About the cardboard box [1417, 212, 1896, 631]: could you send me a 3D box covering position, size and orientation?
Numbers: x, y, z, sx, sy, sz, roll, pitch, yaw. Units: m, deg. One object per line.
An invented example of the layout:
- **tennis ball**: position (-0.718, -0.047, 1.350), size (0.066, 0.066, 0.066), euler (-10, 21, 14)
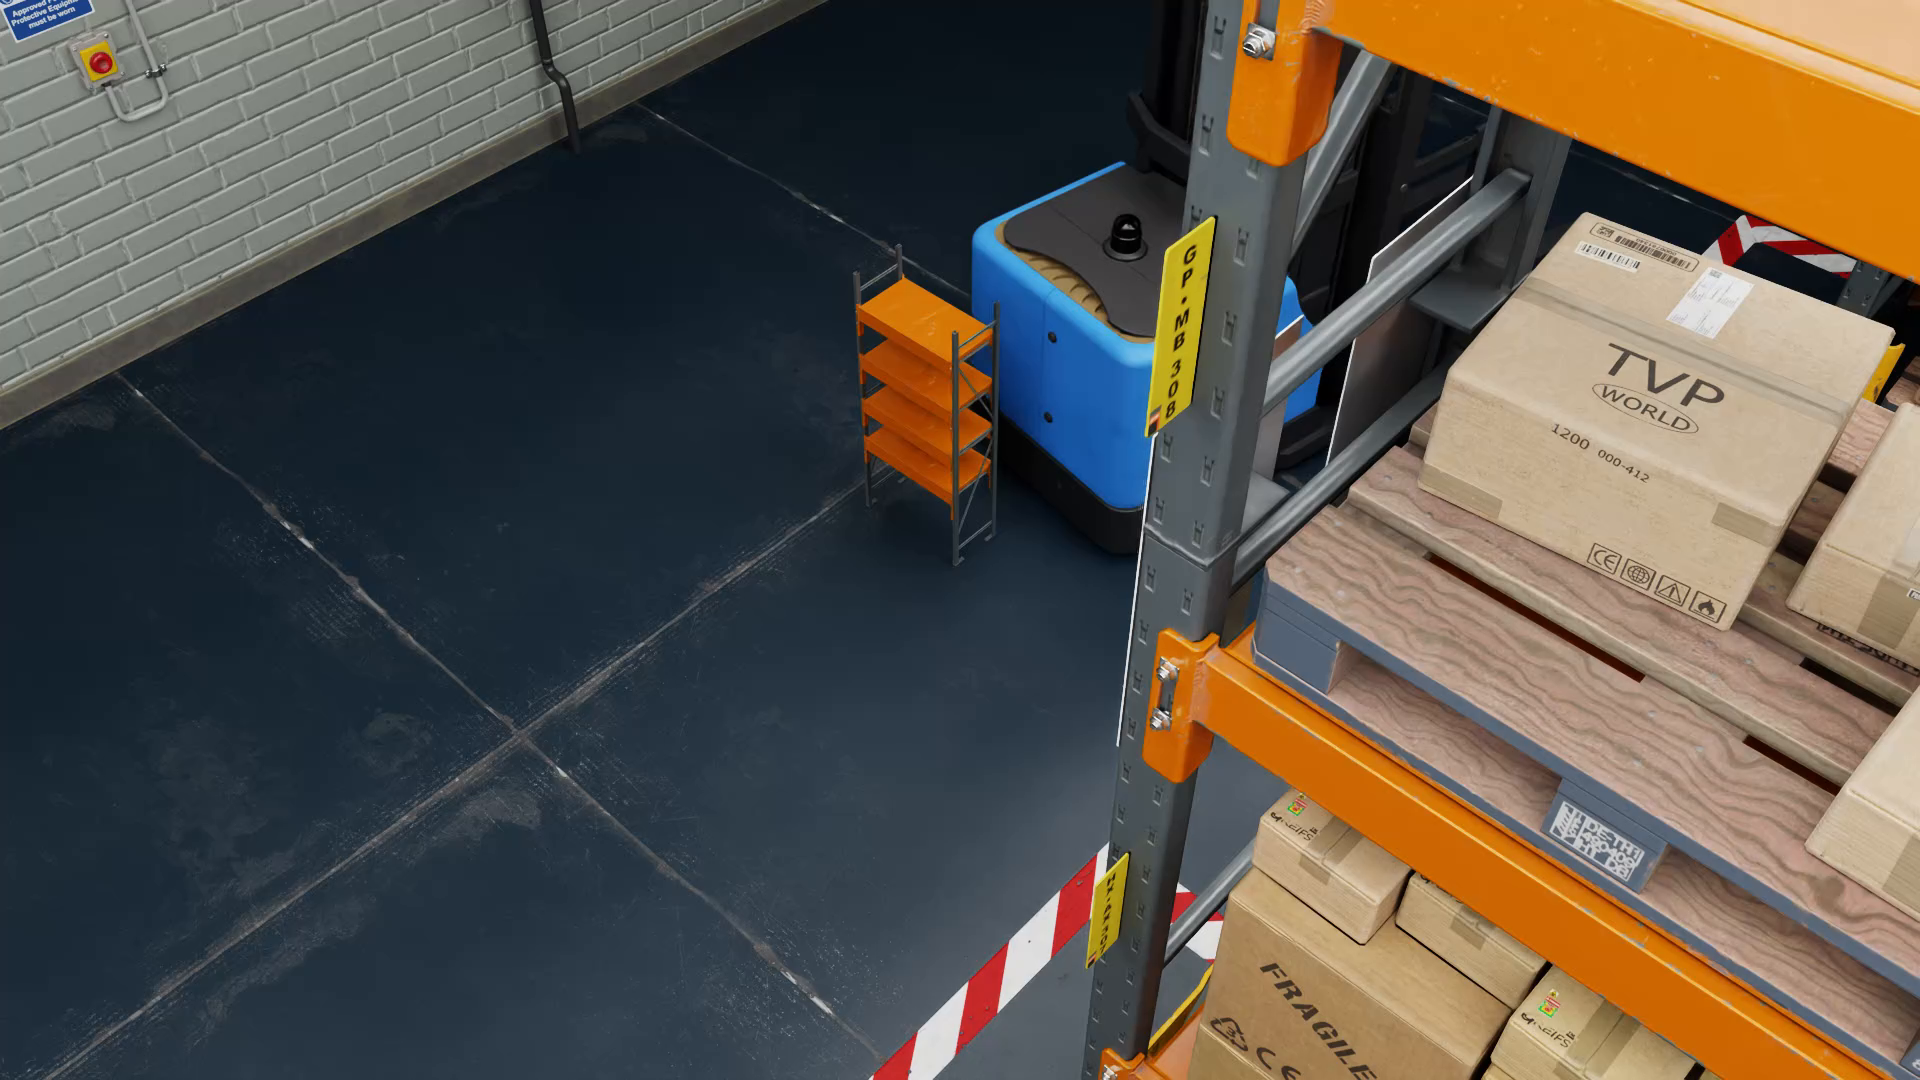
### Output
- **cardboard box**: position (1.068, -0.201, 2.570), size (0.500, 0.250, 0.500), euler (29, 53, 25)

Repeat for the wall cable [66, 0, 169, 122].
- **wall cable**: position (-3.484, -2.356, 6.186), size (0.123, 1.953, 0.585), euler (34, 55, 28)

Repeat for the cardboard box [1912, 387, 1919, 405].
- **cardboard box**: position (4.425, -0.819, 6.886), size (0.637, 0.503, 0.797), euler (32, 54, 26)

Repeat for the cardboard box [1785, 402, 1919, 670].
- **cardboard box**: position (1.430, -0.002, 2.452), size (0.250, 0.149, 0.380), euler (30, 54, 25)

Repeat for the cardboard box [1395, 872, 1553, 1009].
- **cardboard box**: position (0.990, 0.595, 2.935), size (0.250, 0.149, 0.380), euler (35, 56, 28)

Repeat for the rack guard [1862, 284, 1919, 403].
- **rack guard**: position (4.095, -0.990, 7.336), size (0.348, 0.500, 1.175), euler (34, 55, 28)

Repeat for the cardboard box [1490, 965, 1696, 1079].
- **cardboard box**: position (1.103, 0.785, 2.756), size (0.250, 0.149, 0.380), euler (36, 56, 29)

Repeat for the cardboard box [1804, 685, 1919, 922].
- **cardboard box**: position (1.319, 0.320, 2.150), size (0.250, 0.149, 0.380), euler (36, 56, 29)

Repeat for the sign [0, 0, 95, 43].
- **sign**: position (-3.561, -2.094, 6.474), size (0.001, 0.218, 0.327), euler (34, 55, 28)

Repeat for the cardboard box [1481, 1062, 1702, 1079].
- **cardboard box**: position (1.220, 1.043, 2.959), size (0.500, 0.500, 0.500), euler (32, 55, 27)

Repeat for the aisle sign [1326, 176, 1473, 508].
- **aisle sign**: position (0.833, -0.314, 3.204), size (0.004, 0.787, 0.394), euler (34, 55, 28)

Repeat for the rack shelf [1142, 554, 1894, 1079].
- **rack shelf**: position (2.146, 0.986, 2.202), size (4.000, 0.370, 1.077), euler (34, 55, 28)

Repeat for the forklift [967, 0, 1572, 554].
- **forklift**: position (1.512, -1.838, 6.465), size (3.031, 2.935, 1.130), euler (-29, 53, -24)

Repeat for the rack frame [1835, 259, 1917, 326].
- **rack frame**: position (4.040, -1.883, 6.460), size (0.127, 3.000, 1.000), euler (34, 55, 28)

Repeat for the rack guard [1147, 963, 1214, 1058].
- **rack guard**: position (0.658, 1.622, 4.884), size (0.348, 0.500, 1.175), euler (34, 55, 28)

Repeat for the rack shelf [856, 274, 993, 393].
- **rack shelf**: position (-0.122, -0.762, 6.103), size (0.480, 0.148, 0.258), euler (34, 55, 28)

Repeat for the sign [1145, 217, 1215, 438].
- **sign**: position (0.295, -0.281, 2.245), size (0.005, 0.325, 0.100), euler (34, 55, 28)

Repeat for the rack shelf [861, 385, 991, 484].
- **rack shelf**: position (-0.122, -0.446, 6.438), size (0.480, 0.148, 0.258), euler (34, 55, 28)

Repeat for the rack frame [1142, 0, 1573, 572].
- **rack frame**: position (0.676, -1.276, 1.775), size (0.127, 3.000, 1.000), euler (34, 55, 28)

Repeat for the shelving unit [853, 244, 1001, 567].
- **shelving unit**: position (-0.122, -0.493, 6.389), size (0.503, 1.200, 0.258), euler (34, 55, 28)

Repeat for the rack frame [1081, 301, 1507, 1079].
- **rack frame**: position (0.676, 0.778, 3.962), size (0.127, 3.000, 1.000), euler (34, 55, 28)

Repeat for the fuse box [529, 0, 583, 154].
- **fuse box**: position (-1.952, -2.610, 8.027), size (0.414, 1.711, 0.539), euler (34, 55, 28)

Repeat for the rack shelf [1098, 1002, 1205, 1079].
- **rack shelf**: position (2.146, 2.013, 3.296), size (4.000, 0.370, 1.077), euler (34, 55, 28)

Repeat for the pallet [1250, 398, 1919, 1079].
- **pallet**: position (1.228, 0.143, 2.562), size (1.213, 0.211, 1.003), euler (34, 55, 28)

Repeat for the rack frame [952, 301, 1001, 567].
- **rack frame**: position (0.058, -0.372, 6.276), size (0.015, 1.200, 0.240), euler (34, 55, 28)

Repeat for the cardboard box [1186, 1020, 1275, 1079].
- **cardboard box**: position (0.834, 1.135, 3.558), size (0.500, 0.500, 0.500), euler (34, 55, 27)

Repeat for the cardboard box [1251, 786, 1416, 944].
- **cardboard box**: position (0.749, 0.503, 3.020), size (0.250, 0.149, 0.380), euler (35, 56, 28)

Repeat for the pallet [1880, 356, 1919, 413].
- **pallet**: position (4.682, -0.497, 7.072), size (1.213, 0.211, 1.003), euler (34, 55, 28)

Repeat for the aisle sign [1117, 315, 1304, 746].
- **aisle sign**: position (0.426, 0.008, 2.902), size (0.004, 0.787, 0.394), euler (34, 55, 28)

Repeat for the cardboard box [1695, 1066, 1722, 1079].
- **cardboard box**: position (1.309, 0.905, 2.643), size (0.250, 0.149, 0.380), euler (32, 55, 27)

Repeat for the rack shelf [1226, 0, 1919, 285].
- **rack shelf**: position (2.146, 0.097, 1.255), size (4.000, 0.370, 1.077), euler (34, 55, 28)

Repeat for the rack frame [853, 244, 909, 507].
- **rack frame**: position (-0.301, -0.613, 6.503), size (0.015, 1.200, 0.240), euler (34, 55, 28)

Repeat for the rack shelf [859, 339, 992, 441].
- **rack shelf**: position (-0.122, -0.600, 6.275), size (0.480, 0.148, 0.258), euler (34, 55, 28)

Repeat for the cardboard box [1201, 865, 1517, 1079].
- **cardboard box**: position (0.835, 0.791, 3.195), size (0.500, 0.500, 0.500), euler (33, 55, 27)

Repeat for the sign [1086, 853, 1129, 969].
- **sign**: position (0.295, 0.749, 3.341), size (0.005, 0.325, 0.100), euler (34, 55, 28)

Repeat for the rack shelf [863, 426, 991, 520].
- **rack shelf**: position (-0.122, -0.311, 6.583), size (0.480, 0.148, 0.258), euler (34, 55, 28)
